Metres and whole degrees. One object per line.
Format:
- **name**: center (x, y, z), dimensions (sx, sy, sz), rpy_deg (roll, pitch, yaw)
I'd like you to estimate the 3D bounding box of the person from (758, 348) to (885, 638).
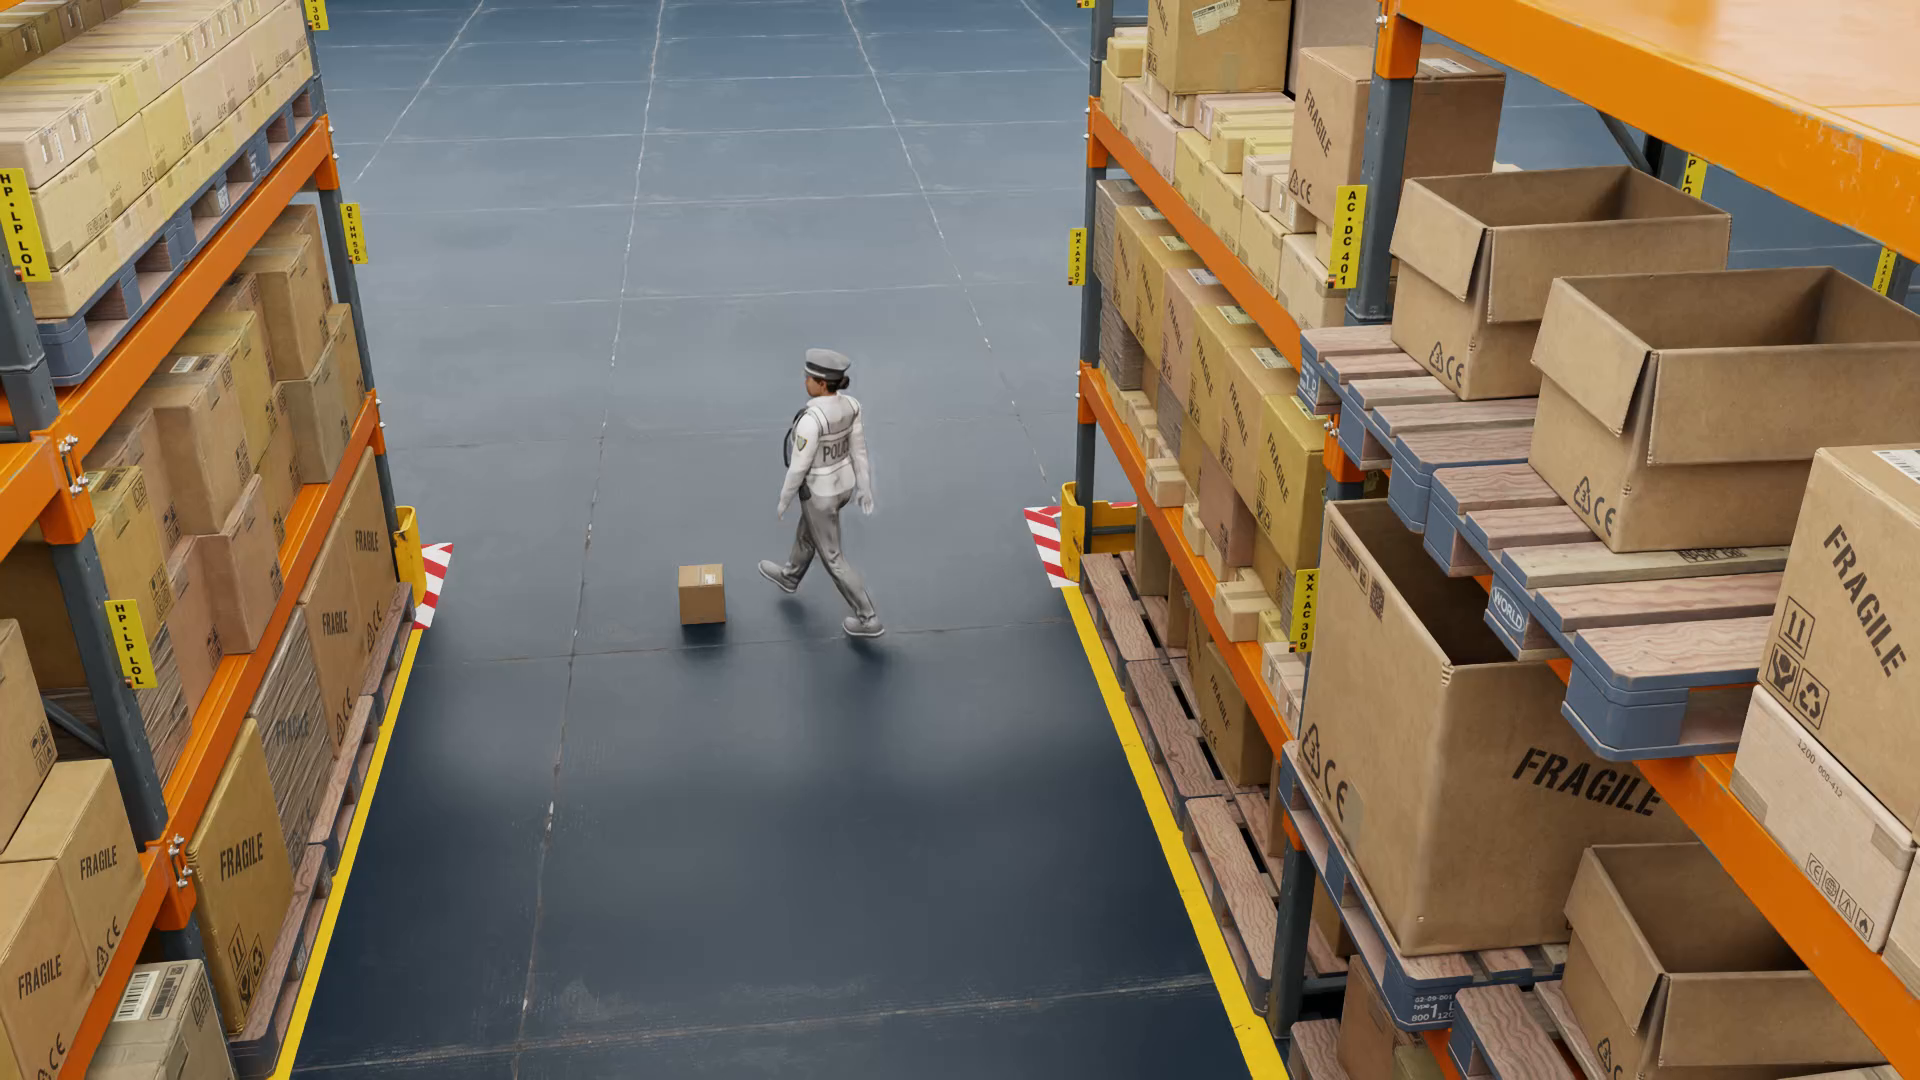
- **person**: center (-0.821, -0.298, 9.203), dimensions (1.019, 1.609, 0.510), rpy_deg (15, 31, 26)
